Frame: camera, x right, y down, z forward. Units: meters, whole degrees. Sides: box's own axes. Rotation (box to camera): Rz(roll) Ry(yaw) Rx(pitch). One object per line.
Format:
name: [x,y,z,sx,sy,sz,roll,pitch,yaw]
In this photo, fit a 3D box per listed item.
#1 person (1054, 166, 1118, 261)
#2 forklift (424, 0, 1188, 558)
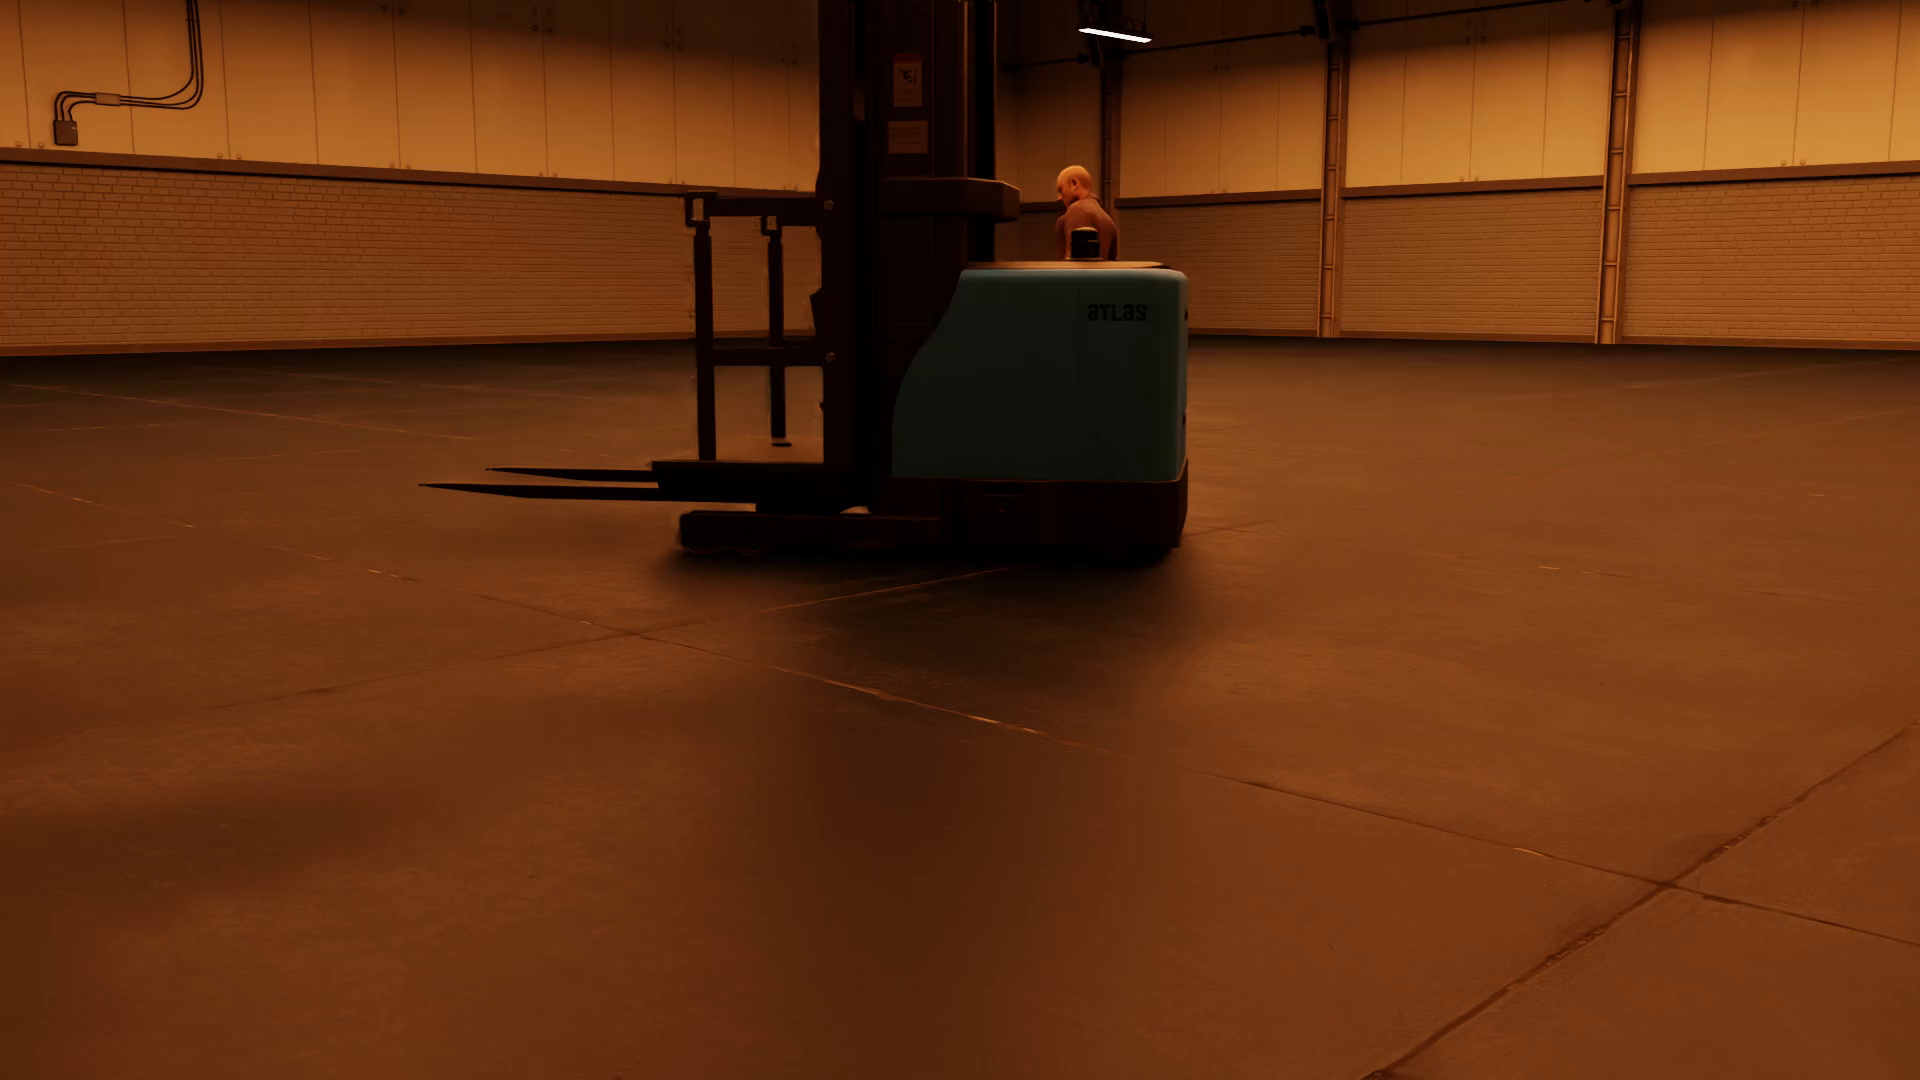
person: [0.691,-1.265,9.913,0.377,1.560,0.943,4,10,27]
forklift: [-0.616,-1.463,6.591,3.031,2.935,1.130,1,9,10]
